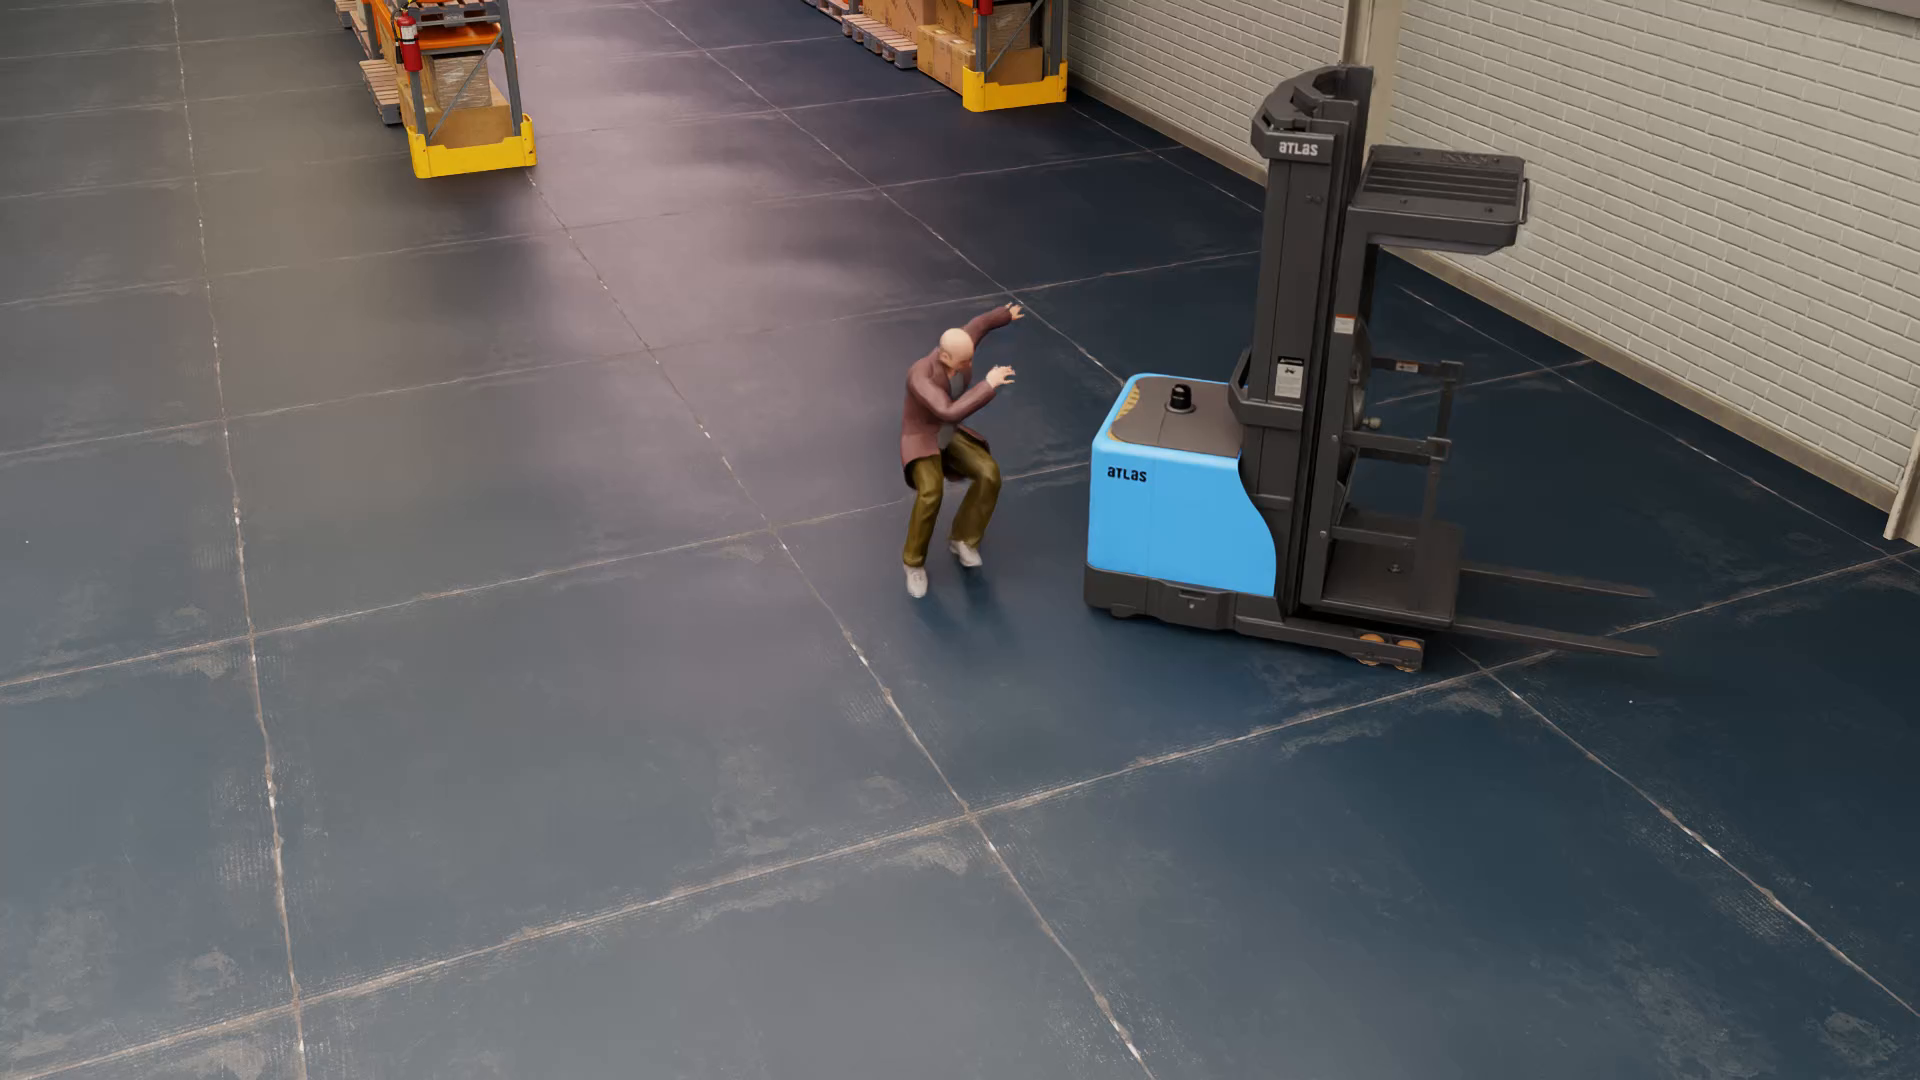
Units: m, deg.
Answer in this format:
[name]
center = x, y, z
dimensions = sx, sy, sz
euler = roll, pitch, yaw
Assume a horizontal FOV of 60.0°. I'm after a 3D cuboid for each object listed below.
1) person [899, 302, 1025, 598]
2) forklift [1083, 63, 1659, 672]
[person]
center = 0.082, -0.618, 9.755
dimensions = 0.749, 1.445, 1.464
euler = 26, 39, 38
[forklift]
center = 2.268, -0.867, 8.637
dimensions = 3.031, 2.935, 1.130
euler = 9, 31, 16
